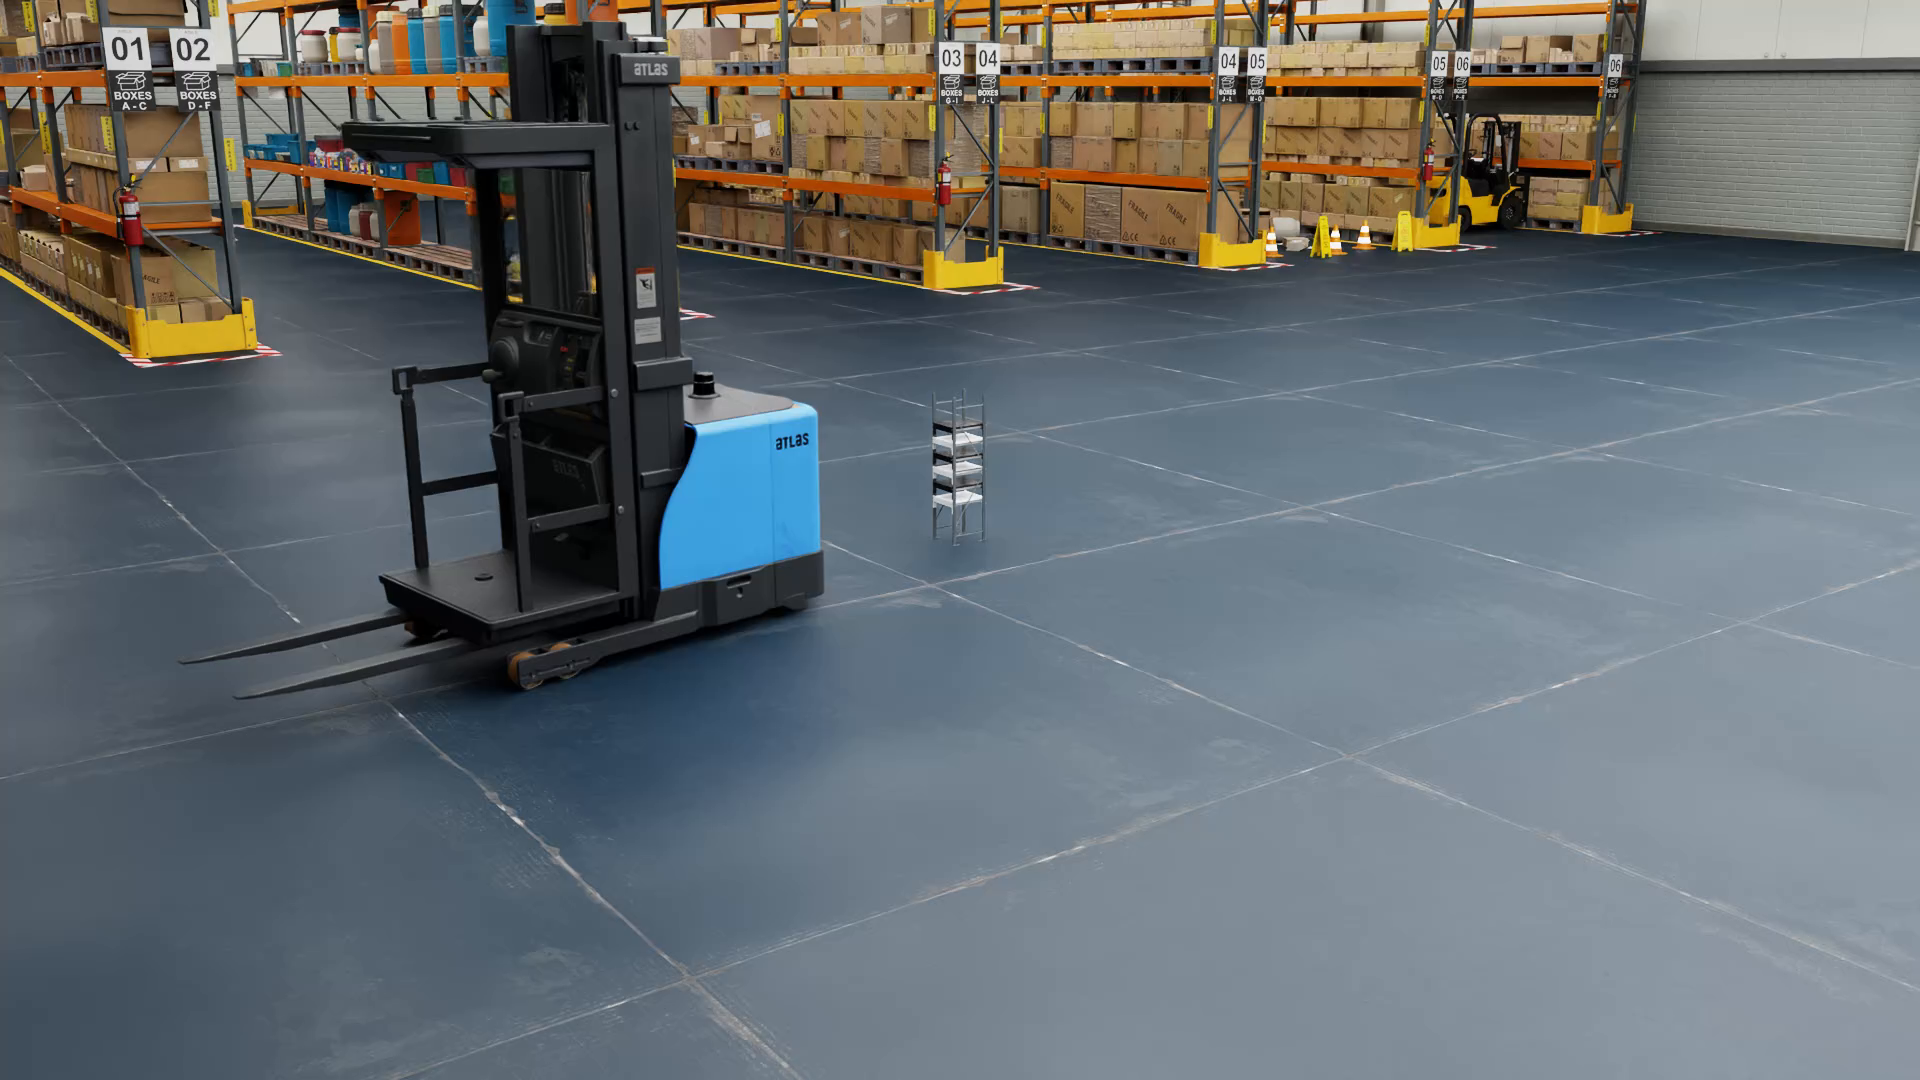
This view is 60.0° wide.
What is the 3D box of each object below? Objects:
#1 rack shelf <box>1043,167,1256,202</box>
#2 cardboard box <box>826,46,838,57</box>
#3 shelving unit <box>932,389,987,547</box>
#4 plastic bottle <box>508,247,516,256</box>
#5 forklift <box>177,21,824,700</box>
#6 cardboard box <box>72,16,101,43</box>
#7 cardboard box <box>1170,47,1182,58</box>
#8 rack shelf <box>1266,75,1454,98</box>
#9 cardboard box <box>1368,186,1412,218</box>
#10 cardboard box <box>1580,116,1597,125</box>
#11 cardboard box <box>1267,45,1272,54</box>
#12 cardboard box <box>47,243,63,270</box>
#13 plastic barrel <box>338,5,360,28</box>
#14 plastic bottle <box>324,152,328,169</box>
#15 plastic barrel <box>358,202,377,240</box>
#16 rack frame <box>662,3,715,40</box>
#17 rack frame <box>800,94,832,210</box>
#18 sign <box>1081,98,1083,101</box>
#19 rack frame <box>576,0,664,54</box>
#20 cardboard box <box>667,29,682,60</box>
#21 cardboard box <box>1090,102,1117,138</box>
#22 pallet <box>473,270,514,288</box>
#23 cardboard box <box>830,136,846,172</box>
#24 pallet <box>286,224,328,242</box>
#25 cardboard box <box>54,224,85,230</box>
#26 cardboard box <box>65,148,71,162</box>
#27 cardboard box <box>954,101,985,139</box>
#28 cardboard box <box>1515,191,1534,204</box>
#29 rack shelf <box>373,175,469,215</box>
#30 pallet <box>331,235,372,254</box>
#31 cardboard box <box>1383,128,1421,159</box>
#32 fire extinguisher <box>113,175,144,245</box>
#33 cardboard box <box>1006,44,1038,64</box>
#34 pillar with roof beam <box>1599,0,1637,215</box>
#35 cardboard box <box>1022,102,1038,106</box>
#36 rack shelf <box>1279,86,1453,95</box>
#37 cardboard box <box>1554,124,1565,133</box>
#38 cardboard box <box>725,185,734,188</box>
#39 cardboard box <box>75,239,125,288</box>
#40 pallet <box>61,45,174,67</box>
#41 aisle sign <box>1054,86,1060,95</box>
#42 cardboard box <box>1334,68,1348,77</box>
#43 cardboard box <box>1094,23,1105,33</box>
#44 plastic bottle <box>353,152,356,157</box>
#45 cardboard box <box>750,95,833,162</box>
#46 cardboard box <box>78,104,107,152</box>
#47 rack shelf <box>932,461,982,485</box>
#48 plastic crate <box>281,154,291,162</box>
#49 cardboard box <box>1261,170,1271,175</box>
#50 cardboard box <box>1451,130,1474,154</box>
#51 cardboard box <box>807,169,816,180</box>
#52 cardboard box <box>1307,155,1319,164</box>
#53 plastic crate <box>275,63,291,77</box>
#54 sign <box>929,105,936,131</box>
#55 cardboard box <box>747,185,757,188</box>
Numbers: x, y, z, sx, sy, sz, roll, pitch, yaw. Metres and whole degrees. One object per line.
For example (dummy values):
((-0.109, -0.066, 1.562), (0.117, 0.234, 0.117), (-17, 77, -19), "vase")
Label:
((2.992, -5.766, 26.824), (1.077, 0.370, 4.000), (-11, 19, -35), "rack shelf")
((-1.695, -7.018, 23.881), (0.380, 0.149, 0.250), (-11, 19, -36), "cardboard box")
((-0.005, -0.436, 9.964), (0.258, 0.900, 0.210), (-11, 19, -35), "shelving unit")
((-6.006, -3.743, 22.255), (0.144, 0.351, 0.185), (-11, 19, -35), "plastic bottle")
((-2.123, -0.887, 7.764), (3.031, 2.935, 1.130), (-14, 21, -42), "forklift")
((-8.809, -5.250, 17.119), (0.500, 0.250, 0.500), (-11, 19, -35), "cardboard box")
((3.399, -7.389, 25.202), (0.380, 0.149, 0.250), (-11, 19, -34), "cardboard box")
((6.936, -8.003, 29.314), (1.077, 0.370, 4.000), (-11, 19, -35), "rack shelf")
((7.430, -5.845, 28.741), (0.500, 0.500, 0.500), (-11, 19, -34), "cardboard box")
((11.744, -7.796, 30.895), (0.380, 0.149, 0.250), (-11, 19, -34), "cardboard box")
((5.682, -8.922, 30.277), (0.380, 0.149, 0.250), (-11, 19, -36), "cardboard box")
((-11.052, -3.554, 20.730), (0.500, 0.311, 0.500), (-10, 18, -33), "cardboard box")
((-9.838, -8.282, 27.226), (0.600, 0.901, 0.708), (-11, 19, -35), "plastic barrel")
((-10.573, -6.341, 27.783), (0.061, 0.283, 0.133), (-11, 19, -35), "plastic bottle")
((-9.579, -5.260, 27.383), (0.600, 0.588, 0.708), (-11, 19, -35), "plastic barrel")
((-4.607, -9.540, 27.884), (1.000, 3.000, 0.127), (-11, 19, -35), "rack frame")
((-2.888, -8.248, 34.531), (1.000, 3.000, 0.127), (-11, 19, -35), "rack frame")
((3.178, -11.457, 43.460), (0.100, 0.325, 0.005), (-11, 19, -35), "sign")
((-3.910, -7.063, 18.834), (1.000, 3.000, 0.127), (-11, 19, -35), "rack frame")
((-4.539, -8.242, 27.689), (0.500, 0.500, 0.500), (-11, 19, -34), "cardboard box")
((2.629, -6.813, 26.958), (0.875, 0.550, 0.550), (-11, 19, -35), "cardboard box")
((-5.901, -3.528, 22.567), (1.003, 0.211, 1.213), (-11, 19, -35), "pallet")
((-1.400, -5.675, 24.374), (0.875, 0.500, 0.500), (-11, 19, -35), "cardboard box")
((-11.429, -5.537, 29.908), (1.003, 0.211, 1.213), (-11, 19, -35), "pallet")
((-12.659, -4.257, 23.850), (0.500, 0.500, 0.500), (-10, 18, -32), "cardboard box")
((-10.269, -4.529, 19.522), (0.380, 0.149, 0.250), (-11, 19, -35), "cardboard box")
((-0.007, -5.771, 22.834), (0.500, 0.500, 0.500), (-11, 19, -35), "cardboard box")
((10.979, -6.636, 32.105), (0.500, 0.250, 0.500), (-11, 19, -36), "cardboard box")
((-7.438, -5.103, 24.402), (1.077, 0.370, 4.000), (-11, 19, -35), "rack shelf")
((-9.824, -4.954, 27.778), (1.003, 0.211, 1.213), (-11, 19, -35), "pallet")
((7.570, -6.741, 28.270), (0.500, 0.500, 0.500), (-11, 19, -36), "cardboard box")
((-8.225, -3.266, 16.474), (0.296, 0.674, 0.183), (-11, 19, -35), "fire extinguisher")
((1.340, -10.503, 36.101), (0.500, 0.500, 0.500), (-11, 19, -36), "cardboard box")
((8.963, -9.761, 28.694), (9.100, 9.000, 0.400), (-11, 19, -35), "pillar with roof beam")
((1.697, -9.218, 35.992), (0.500, 0.500, 0.500), (-11, 19, -36), "cardboard box")
((8.597, -9.628, 35.253), (1.077, 0.370, 4.000), (-11, 19, -35), "rack shelf")
((11.417, -7.754, 31.305), (0.380, 0.149, 0.250), (-10, 18, -34), "cardboard box")
((-5.024, -7.855, 37.134), (0.380, 0.149, 0.250), (-11, 19, -35), "cardboard box")
((-9.663, -3.132, 18.830), (0.500, 0.500, 0.500), (-11, 19, -35), "cardboard box")
((-9.035, -5.221, 17.954), (1.003, 0.211, 1.213), (-11, 19, -35), "pallet")
((2.440, -11.887, 42.899), (0.394, 0.787, 0.004), (-11, 19, -35), "aisle sign")
((6.737, -8.155, 28.985), (0.380, 0.149, 0.250), (-11, 19, -35), "cardboard box")
((2.356, -8.153, 26.482), (0.380, 0.149, 0.250), (-11, 19, -34), "cardboard box")
((-10.277, -6.540, 28.381), (0.144, 0.351, 0.185), (-11, 19, -35), "plastic bottle")
((-2.609, -6.475, 26.120), (1.000, 1.000, 1.000), (-11, 19, -34), "cardboard box")
((-9.413, -4.620, 18.629), (0.700, 0.500, 0.500), (-11, 19, -35), "cardboard box")
((-0.005, -0.404, 9.972), (0.258, 0.077, 0.200), (-11, 19, -35), "rack shelf")
((-11.841, -6.825, 29.738), (0.437, 0.125, 0.590), (-11, 19, -35), "plastic crate")
((6.926, -8.331, 37.545), (0.380, 0.149, 0.250), (-12, 19, -37), "cardboard box")
((10.143, -7.906, 33.089), (0.500, 0.500, 0.500), (-10, 18, -34), "cardboard box")
((-2.067, -5.474, 24.869), (0.380, 0.149, 0.250), (-11, 19, -35), "cardboard box")
((6.431, -6.817, 29.778), (0.380, 0.149, 0.250), (-11, 19, -34), "cardboard box")
((-11.759, -8.242, 29.144), (0.416, 0.233, 0.300), (-11, 19, -35), "plastic crate")
((-0.364, -5.567, 21.941), (0.100, 0.325, 0.005), (-11, 19, -35), "sign")
((-4.417, -7.774, 36.277), (0.380, 0.149, 0.250), (-11, 19, -34), "cardboard box")
